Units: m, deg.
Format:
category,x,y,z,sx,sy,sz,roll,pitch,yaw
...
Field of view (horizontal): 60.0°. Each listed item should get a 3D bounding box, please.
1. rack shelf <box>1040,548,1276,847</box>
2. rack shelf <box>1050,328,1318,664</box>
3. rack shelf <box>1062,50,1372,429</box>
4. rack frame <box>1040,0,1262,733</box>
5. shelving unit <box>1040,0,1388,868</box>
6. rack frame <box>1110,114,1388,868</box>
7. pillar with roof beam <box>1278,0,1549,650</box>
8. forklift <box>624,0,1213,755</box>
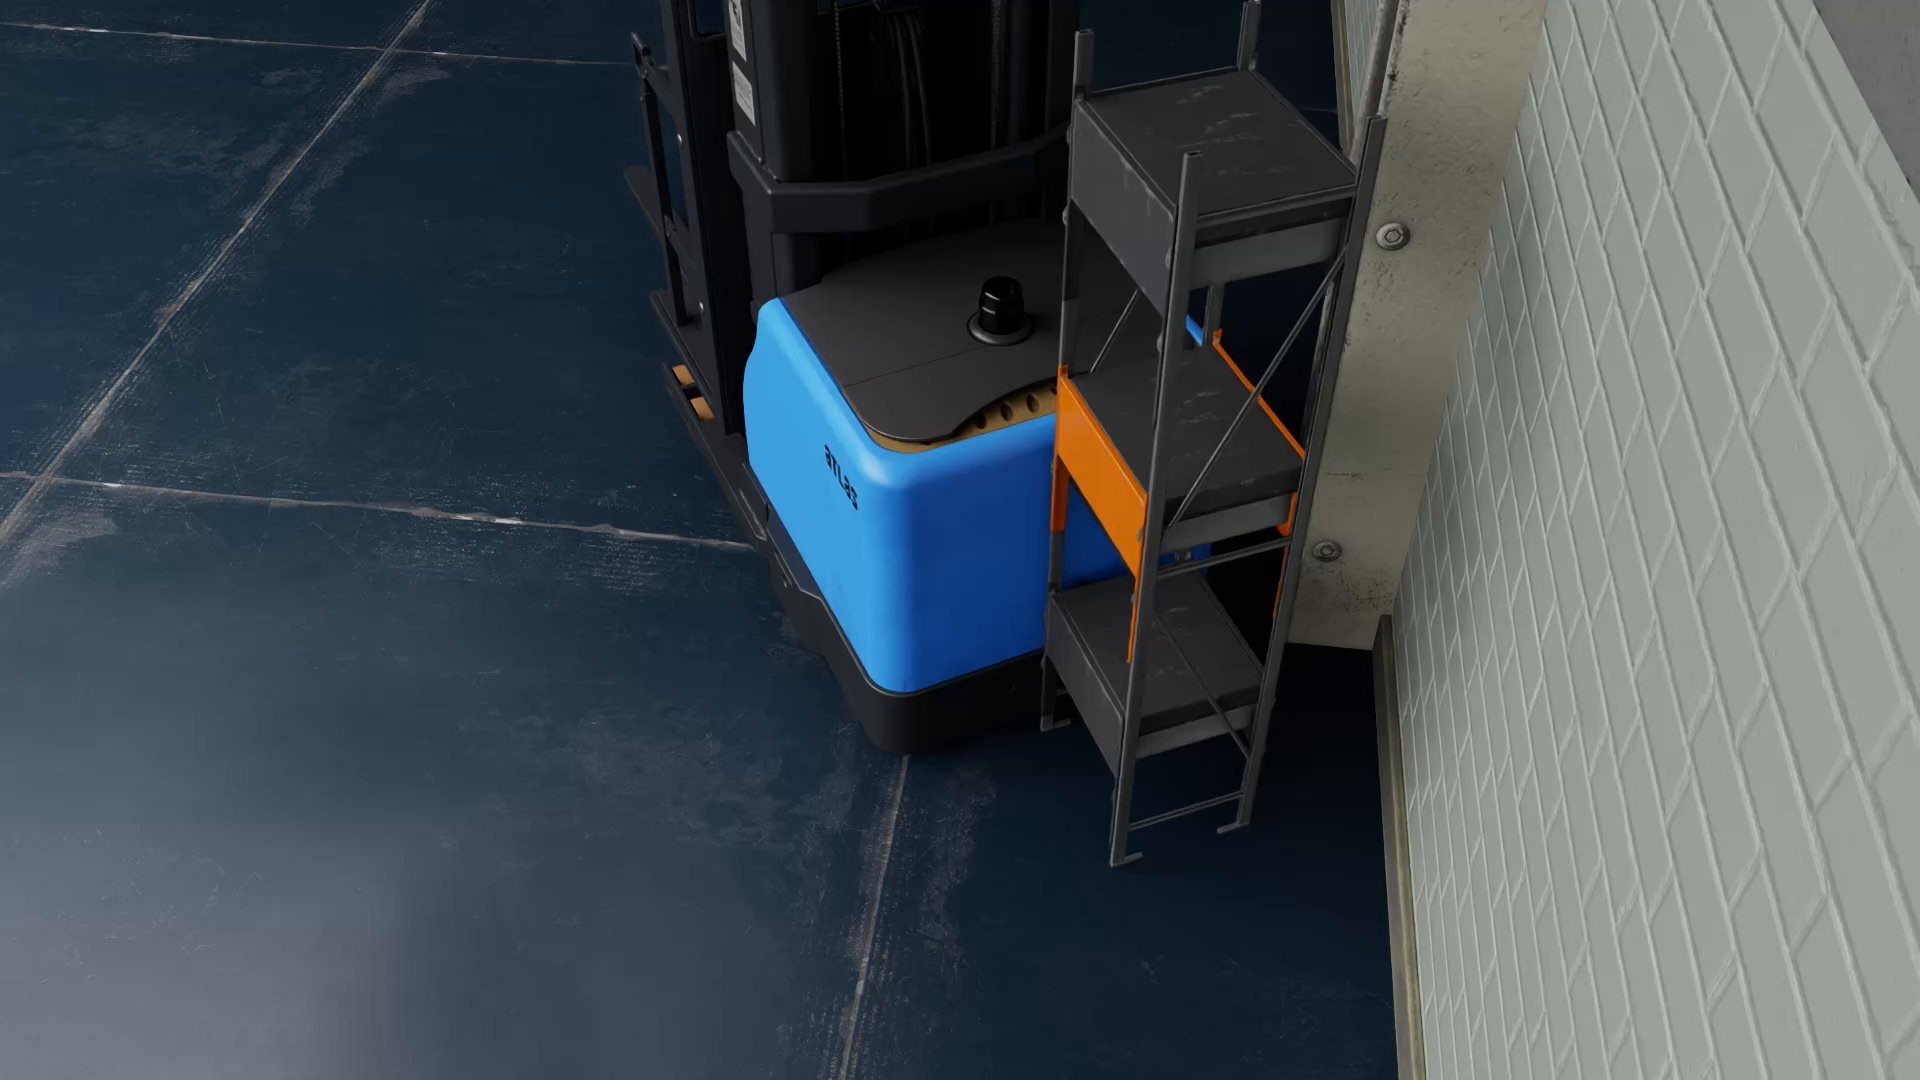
category,x,y,z,sx,sy,sz,roll,pitch,yaw
rack shelf,0.499,0.404,4.334,0.431,0.518,0.480,-14,45,-14
rack shelf,0.499,-0.105,3.853,0.431,0.518,0.480,-14,45,-14
rack shelf,0.499,-0.613,3.372,0.431,0.518,0.480,-14,45,-14
rack frame,0.416,-0.272,4.010,0.400,2.100,0.015,-14,45,-14
shelving unit,0.499,-0.114,3.844,0.431,2.100,0.503,-14,45,-14
rack frame,0.582,0.043,3.677,0.400,2.100,0.015,-14,45,-14
pillar with roof beam,-3.141,-3.481,2.381,9.100,9.000,0.400,5,44,6
forklift,-0.363,-1.499,4.702,1.130,2.935,3.031,-18,46,-18
